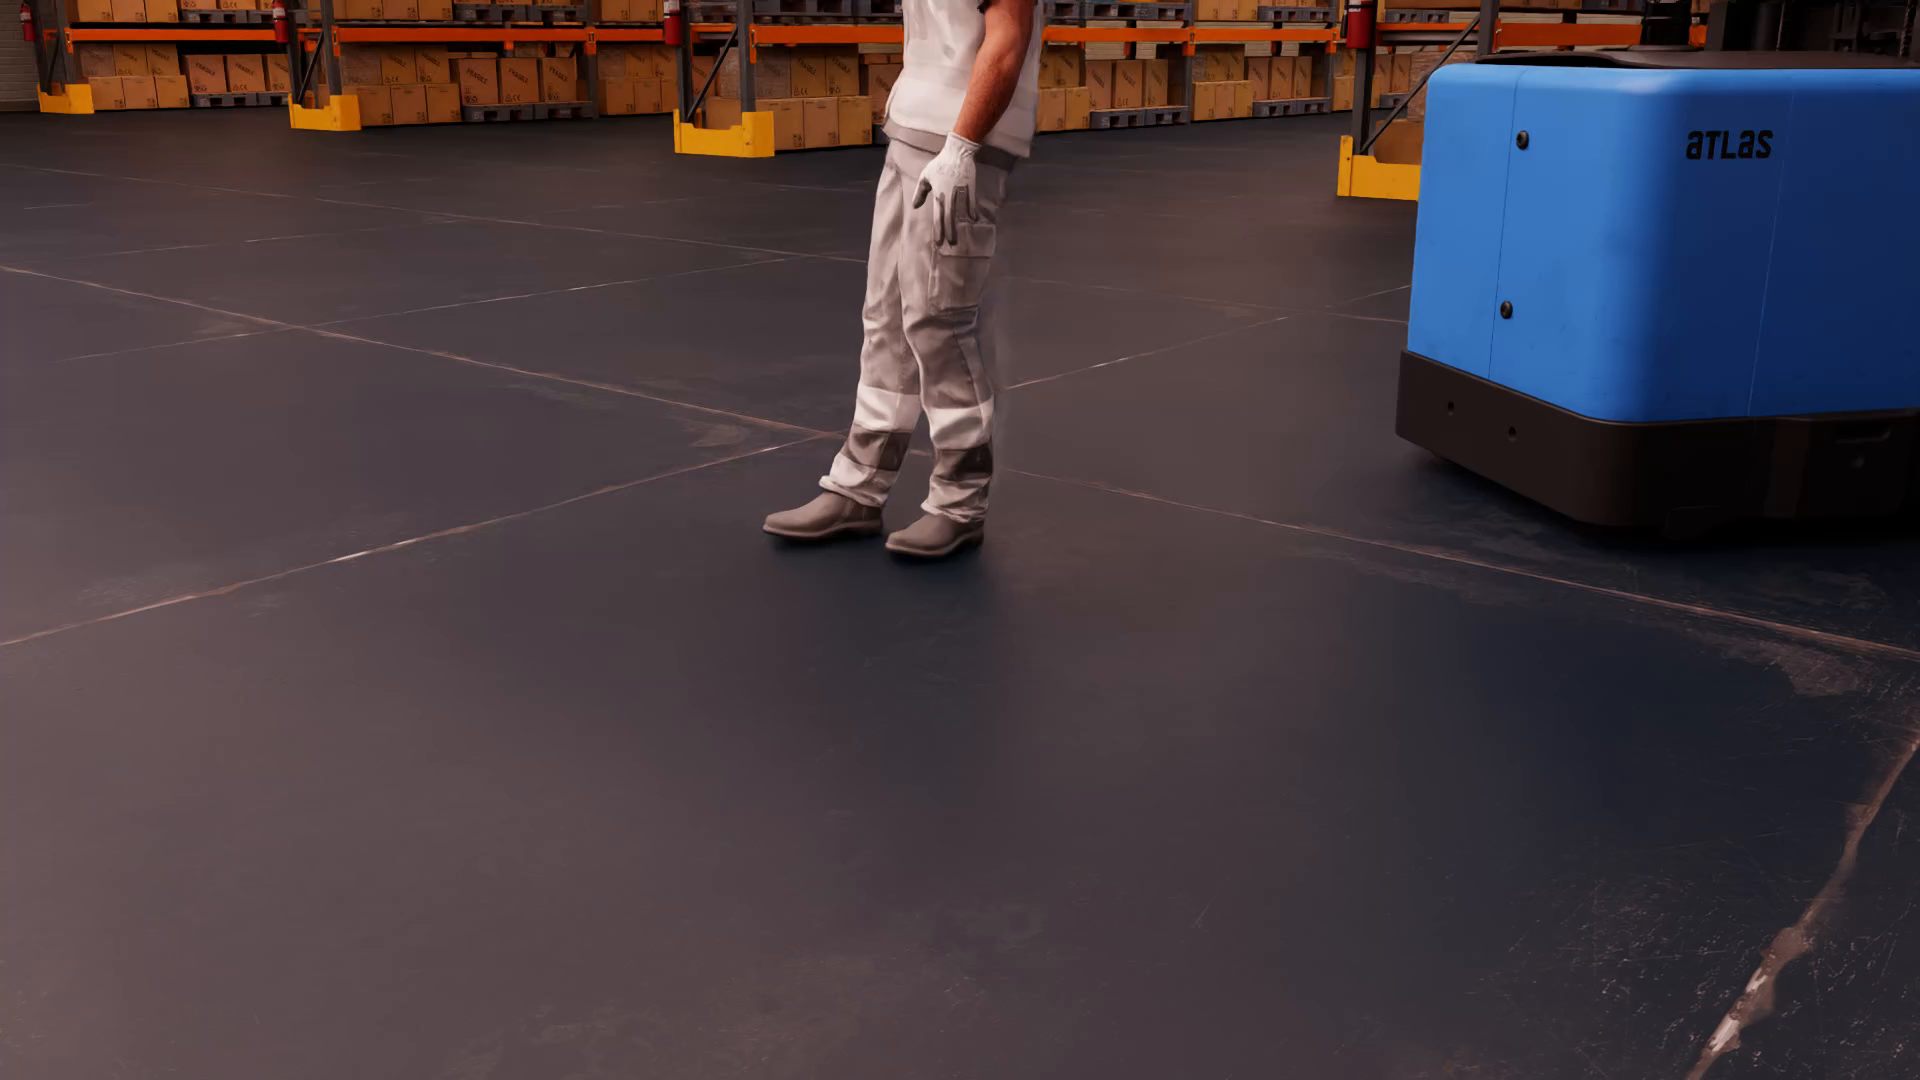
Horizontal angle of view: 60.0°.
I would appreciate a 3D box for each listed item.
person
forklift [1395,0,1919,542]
[{"bbox_3d":[-0.133,-0.842,3.644,0.637,1.785,0.639,-3,17,-11],"label":"person"},{"bbox_3d":[2.796,-1.603,4.177,3.031,2.935,1.130,-4,17,-12],"label":"forklift"}]
